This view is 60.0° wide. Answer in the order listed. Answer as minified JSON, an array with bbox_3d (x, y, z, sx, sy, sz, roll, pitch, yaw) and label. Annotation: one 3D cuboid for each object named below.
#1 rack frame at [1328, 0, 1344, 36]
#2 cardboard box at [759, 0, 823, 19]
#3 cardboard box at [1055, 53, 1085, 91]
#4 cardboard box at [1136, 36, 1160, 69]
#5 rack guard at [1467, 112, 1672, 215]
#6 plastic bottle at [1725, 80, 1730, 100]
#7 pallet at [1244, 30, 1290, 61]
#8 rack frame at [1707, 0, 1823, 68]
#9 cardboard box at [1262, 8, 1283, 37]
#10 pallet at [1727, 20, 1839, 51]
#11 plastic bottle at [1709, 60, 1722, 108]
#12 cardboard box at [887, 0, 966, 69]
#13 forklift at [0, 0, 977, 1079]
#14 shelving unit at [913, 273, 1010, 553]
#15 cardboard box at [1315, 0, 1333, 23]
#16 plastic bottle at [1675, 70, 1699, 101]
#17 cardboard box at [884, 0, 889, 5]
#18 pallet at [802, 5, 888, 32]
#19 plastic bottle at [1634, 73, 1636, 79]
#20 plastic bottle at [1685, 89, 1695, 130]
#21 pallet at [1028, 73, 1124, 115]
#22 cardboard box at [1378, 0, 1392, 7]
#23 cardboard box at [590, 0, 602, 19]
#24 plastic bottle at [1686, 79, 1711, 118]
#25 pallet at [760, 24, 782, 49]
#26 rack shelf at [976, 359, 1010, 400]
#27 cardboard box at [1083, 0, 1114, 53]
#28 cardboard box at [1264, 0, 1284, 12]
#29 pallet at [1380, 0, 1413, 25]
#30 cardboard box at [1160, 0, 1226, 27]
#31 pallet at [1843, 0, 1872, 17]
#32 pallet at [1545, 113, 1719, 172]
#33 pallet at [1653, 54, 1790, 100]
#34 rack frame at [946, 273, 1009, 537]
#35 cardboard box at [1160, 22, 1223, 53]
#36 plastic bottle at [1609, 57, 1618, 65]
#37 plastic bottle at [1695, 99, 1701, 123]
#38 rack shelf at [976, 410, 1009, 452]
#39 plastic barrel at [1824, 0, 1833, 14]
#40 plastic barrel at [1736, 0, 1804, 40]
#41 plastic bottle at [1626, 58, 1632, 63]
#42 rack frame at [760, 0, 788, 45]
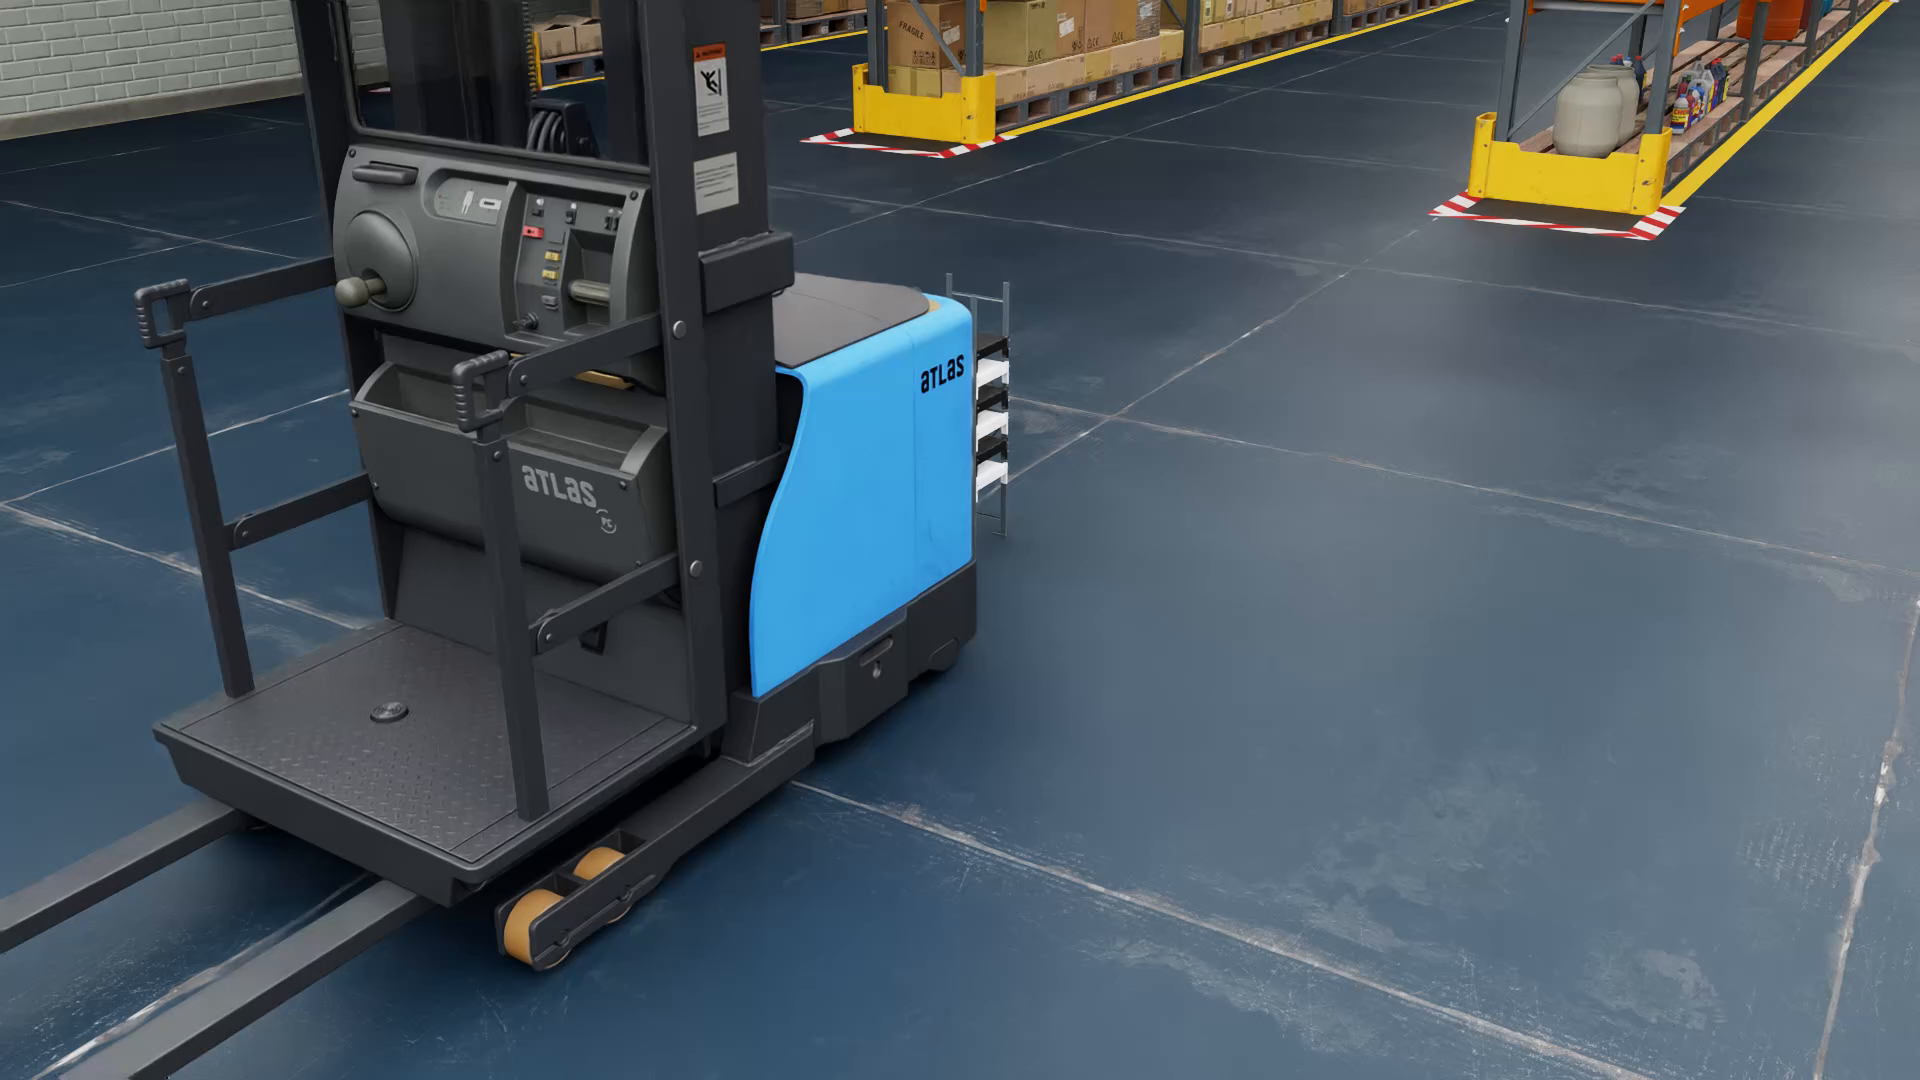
[{"bbox_3d":[3.944,-7.296,18.827,1.000,3.000,0.127,14,27,29],"label":"rack frame"},{"bbox_3d":[-2.002,-6.289,19.095,0.700,0.500,0.500,15,28,31],"label":"cardboard box"},{"bbox_3d":[0.721,-3.999,14.145,0.500,0.250,0.500,14,27,29],"label":"cardboard box"},{"bbox_3d":[1.503,-4.508,15.319,0.500,0.250,0.500,14,27,29],"label":"cardboard box"},{"bbox_3d":[3.931,-2.445,10.768,1.175,0.500,0.348,14,27,29],"label":"rack guard"},{"bbox_3d":[6.114,-3.636,13.343,0.097,0.201,0.097,0,23,0],"label":"plastic bottle"},{"bbox_3d":[2.833,-5.336,17.811,1.003,0.211,1.213,14,27,29],"label":"pallet"},{"bbox_3d":[8.151,-6.256,16.426,1.000,3.000,0.127,14,27,29],"label":"rack frame"},{"bbox_3d":[3.068,-5.480,17.565,0.500,0.250,0.500,14,27,30],"label":"cardboard box"},{"bbox_3d":[9.175,-5.662,18.563,1.003,0.211,1.213,14,27,29],"label":"pallet"},{"bbox_3d":[5.845,-3.550,12.956,0.144,0.351,0.185,12,26,26],"label":"plastic bottle"},{"bbox_3d":[-0.245,-4.114,13.466,0.500,0.500,0.500,14,27,29],"label":"cardboard box"},{"bbox_3d":[-1.171,-0.630,3.516,1.130,2.935,3.031,14,27,30],"label":"forklift"},{"bbox_3d":[0.004,-0.416,5.578,0.258,0.900,0.210,14,27,29],"label":"shelving unit"},{"bbox_3d":[3.874,-5.998,18.762,0.500,0.250,0.500,15,27,30],"label":"cardboard box"},{"bbox_3d":[5.705,-3.538,13.022,0.152,0.276,0.135,14,27,29],"label":"plastic bottle"},{"bbox_3d":[-1.210,-6.810,20.298,0.700,0.500,0.500,14,27,29],"label":"cardboard box"},{"bbox_3d":[-1.324,-6.379,20.220,1.003,0.211,1.213,14,27,29],"label":"pallet"},{"bbox_3d":[5.288,-3.597,13.163,0.097,0.271,0.097,0,23,0],"label":"plastic bottle"},{"bbox_3d":[5.287,-3.131,12.072,0.061,0.283,0.133,14,27,30],"label":"plastic bottle"},{"bbox_3d":[0.737,-3.993,14.708,1.003,0.211,1.213,14,27,29],"label":"pallet"},{"bbox_3d":[4.968,-6.790,20.252,0.500,0.500,0.500,13,27,28],"label":"cardboard box"},{"bbox_3d":[-3.314,-5.331,16.882,0.700,0.500,0.500,12,26,26],"label":"cardboard box"},{"bbox_3d":[5.585,-3.353,12.594,0.152,0.276,0.135,14,27,30],"label":"plastic bottle"},{"bbox_3d":[-2.700,-5.469,18.117,1.003,0.211,1.213,14,27,29],"label":"pallet"},{"bbox_3d":[0.004,-0.550,5.519,0.258,0.077,0.200,14,27,29],"label":"rack shelf"},{"bbox_3d":[0.990,-4.511,14.383,0.500,0.500,0.500,14,27,29],"label":"cardboard box"},{"bbox_3d":[3.074,-5.740,17.461,0.500,0.311,0.500,15,27,30],"label":"cardboard box"},{"bbox_3d":[5.015,-6.670,20.892,1.003,0.211,1.213,14,27,29],"label":"pallet"},{"bbox_3d":[2.264,-5.221,16.262,0.500,0.311,0.500,14,27,29],"label":"cardboard box"},{"bbox_3d":[11.258,-6.997,21.646,1.003,0.211,1.213,14,27,29],"label":"pallet"},{"bbox_3d":[5.008,-2.995,12.403,1.003,0.211,1.213,14,27,29],"label":"pallet"},{"bbox_3d":[7.065,-4.313,15.448,1.003,0.211,1.213,14,27,29],"label":"pallet"},{"bbox_3d":[0.058,-0.450,5.657,0.240,0.900,0.006,14,27,29],"label":"rack frame"},{"bbox_3d":[2.258,-4.961,16.366,0.500,0.250,0.500,13,27,28],"label":"cardboard box"},{"bbox_3d":[5.163,-3.643,13.171,0.144,0.351,0.185,13,26,27],"label":"plastic bottle"},{"bbox_3d":[5.438,-3.204,12.343,0.097,0.201,0.097,0,23,0],"label":"plastic bottle"},{"bbox_3d":[0.004,-0.385,5.591,0.258,0.077,0.200,14,27,29],"label":"rack shelf"},{"bbox_3d":[9.959,-6.656,19.463,0.600,0.901,0.708,14,27,29],"label":"plastic barrel"},{"bbox_3d":[8.394,-5.622,17.164,0.600,0.830,0.708,14,27,29],"label":"plastic barrel"},{"bbox_3d":[5.500,-3.841,13.726,0.097,0.271,0.097,0,23,0],"label":"plastic bottle"},{"bbox_3d":[-2.376,-6.983,18.104,1.000,3.000,0.127,14,27,29],"label":"rack frame"}]
